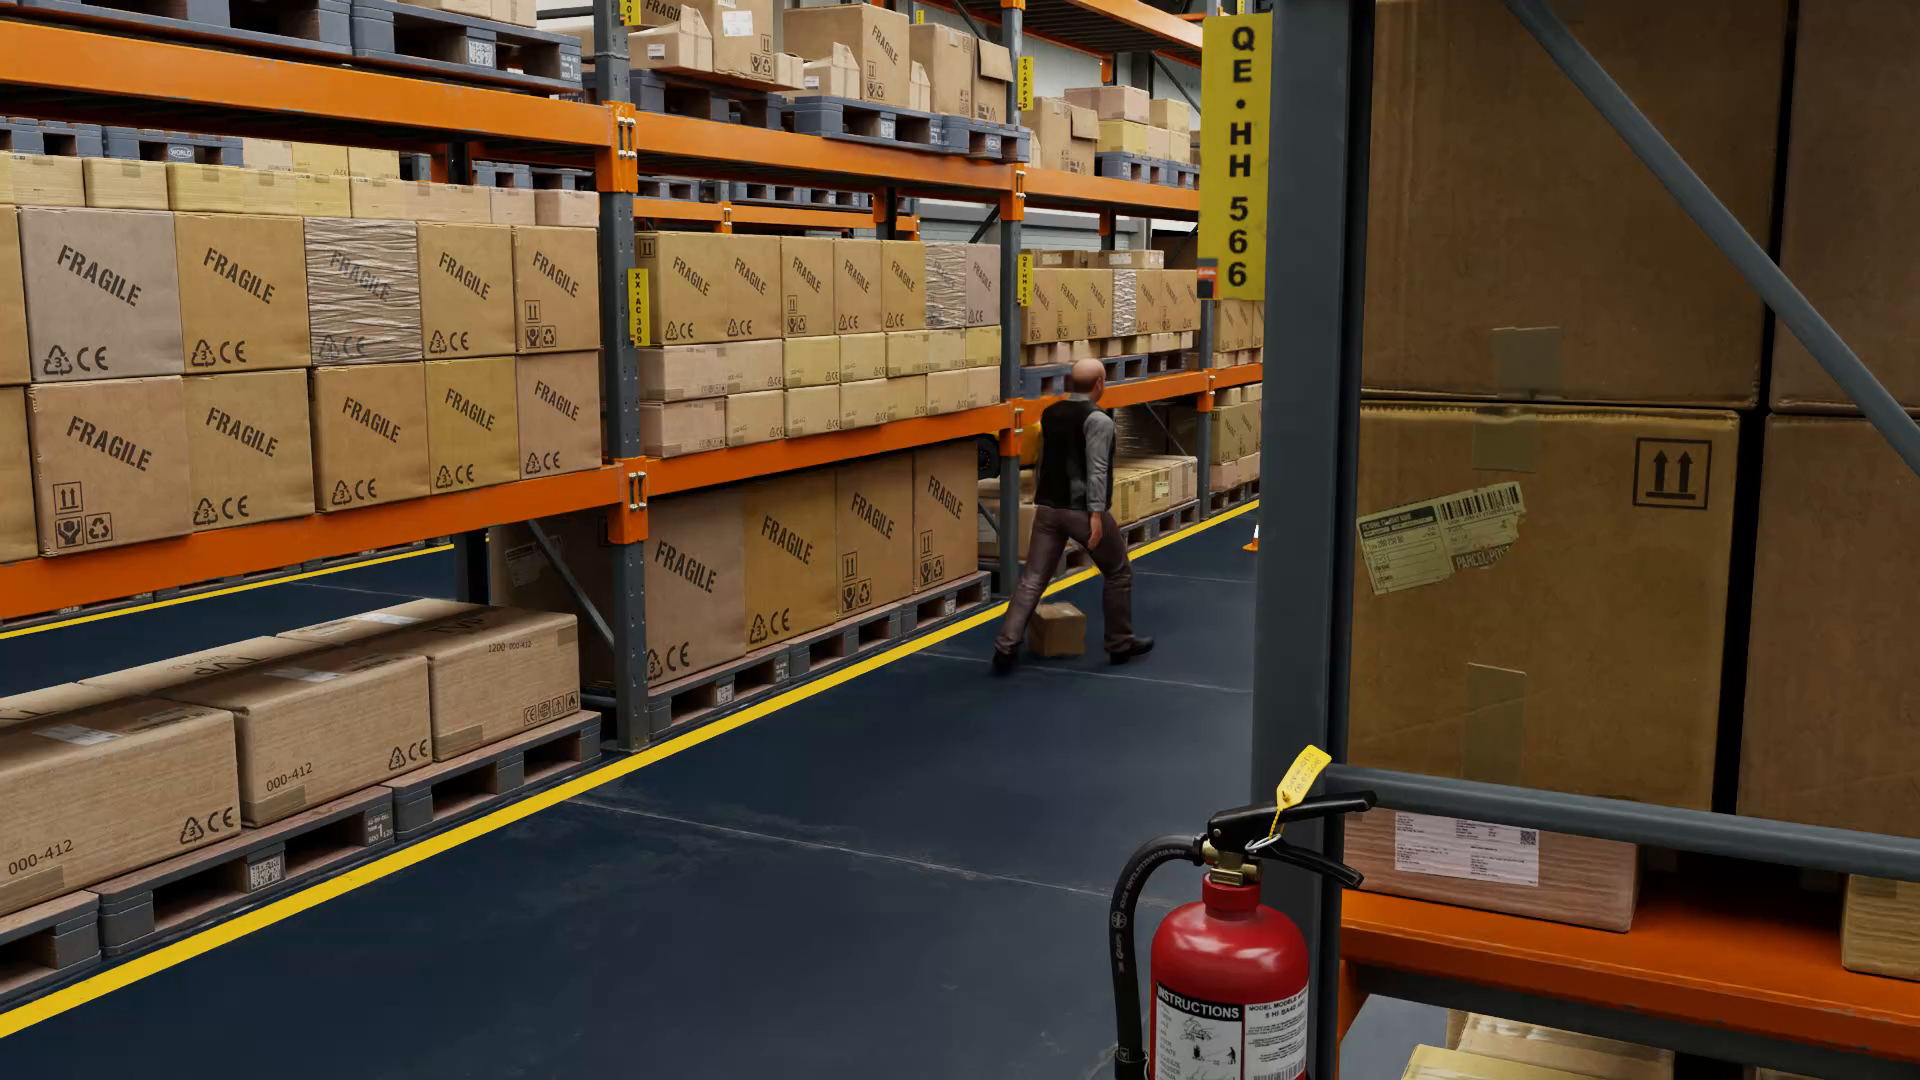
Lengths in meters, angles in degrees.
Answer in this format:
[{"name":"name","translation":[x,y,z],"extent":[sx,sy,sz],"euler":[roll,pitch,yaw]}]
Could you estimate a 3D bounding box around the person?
[{"name":"person","translation":[0.600,-0.101,9.018],"extent":[0.963,1.582,0.570],"euler":[-9,12,-43]}]
